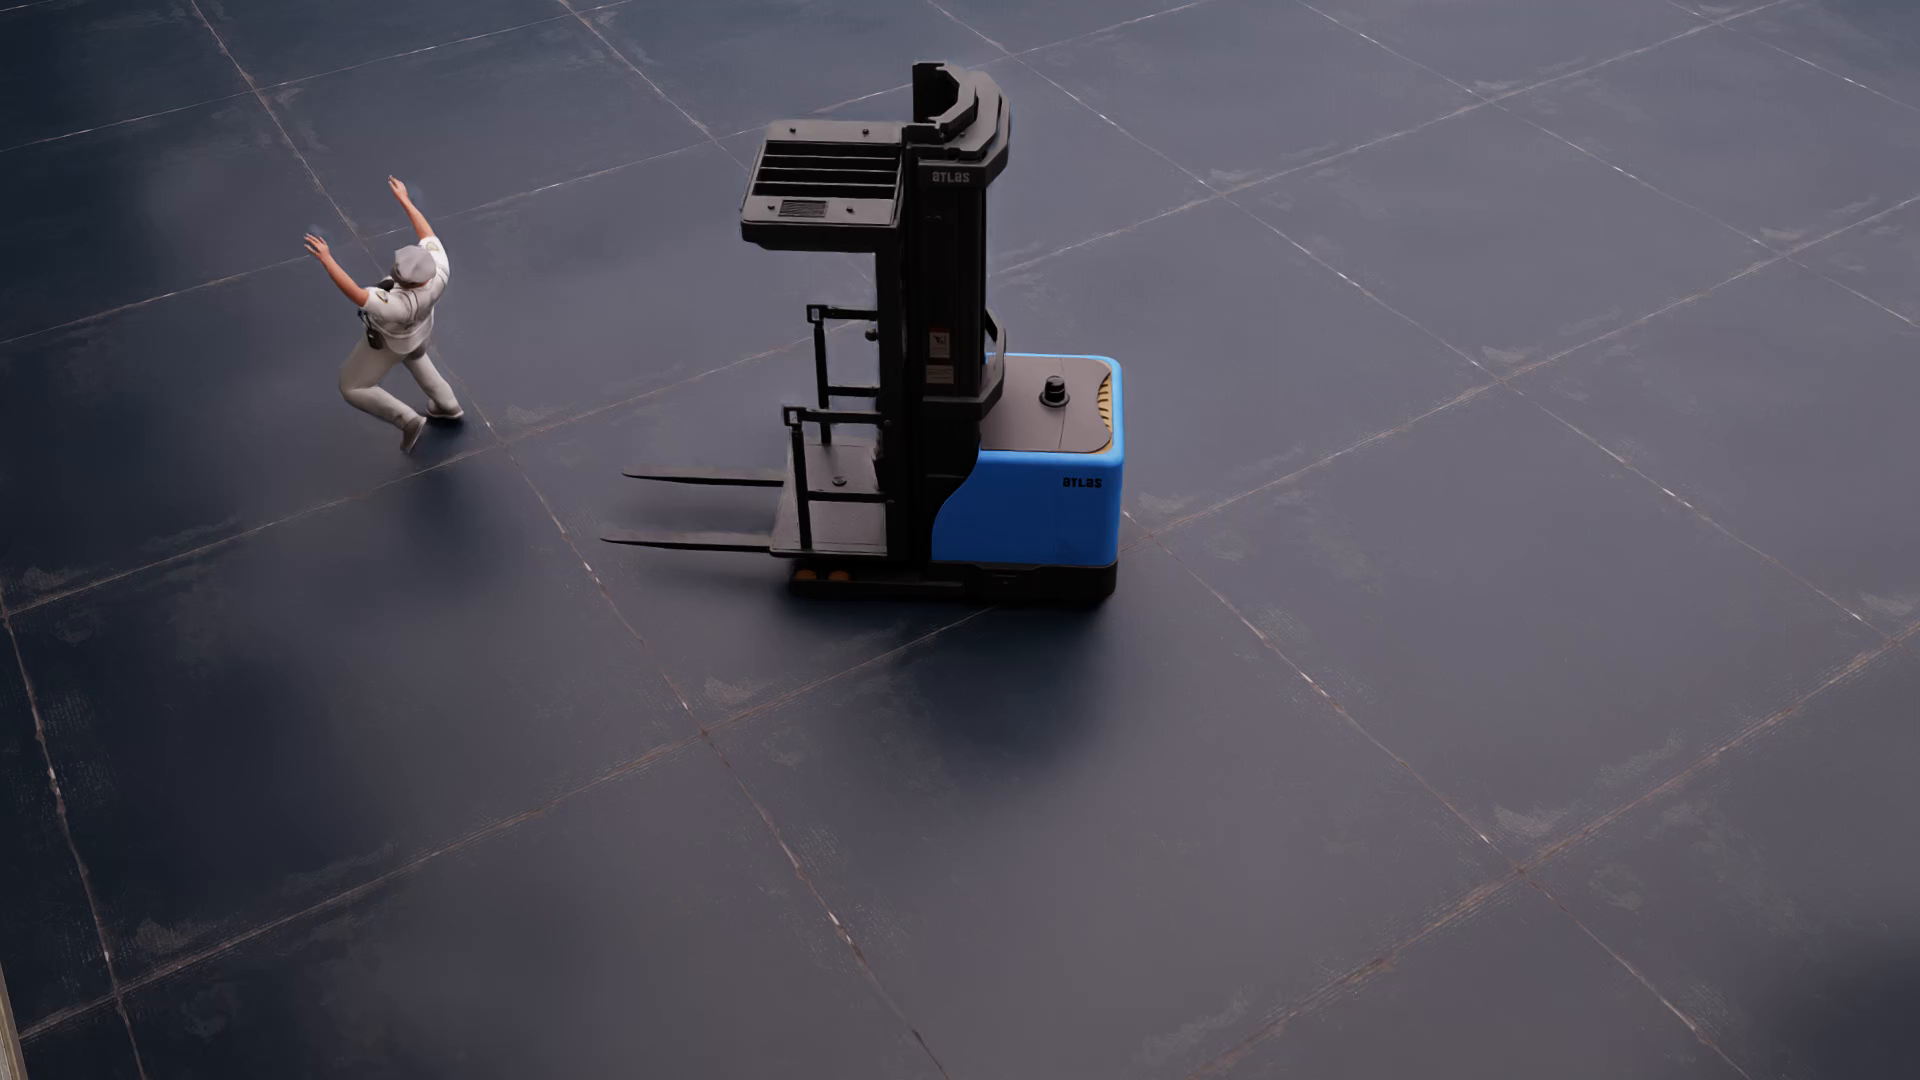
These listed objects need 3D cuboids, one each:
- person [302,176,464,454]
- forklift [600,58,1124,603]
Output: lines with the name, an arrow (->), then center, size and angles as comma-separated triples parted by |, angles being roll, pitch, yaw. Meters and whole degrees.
person -> -3.438, -1.364, 10.419 | 0.782, 1.665, 0.995 | 14, 43, 16
forklift -> -0.586, -1.106, 9.137 | 3.031, 2.935, 1.130 | 2, 41, 2
